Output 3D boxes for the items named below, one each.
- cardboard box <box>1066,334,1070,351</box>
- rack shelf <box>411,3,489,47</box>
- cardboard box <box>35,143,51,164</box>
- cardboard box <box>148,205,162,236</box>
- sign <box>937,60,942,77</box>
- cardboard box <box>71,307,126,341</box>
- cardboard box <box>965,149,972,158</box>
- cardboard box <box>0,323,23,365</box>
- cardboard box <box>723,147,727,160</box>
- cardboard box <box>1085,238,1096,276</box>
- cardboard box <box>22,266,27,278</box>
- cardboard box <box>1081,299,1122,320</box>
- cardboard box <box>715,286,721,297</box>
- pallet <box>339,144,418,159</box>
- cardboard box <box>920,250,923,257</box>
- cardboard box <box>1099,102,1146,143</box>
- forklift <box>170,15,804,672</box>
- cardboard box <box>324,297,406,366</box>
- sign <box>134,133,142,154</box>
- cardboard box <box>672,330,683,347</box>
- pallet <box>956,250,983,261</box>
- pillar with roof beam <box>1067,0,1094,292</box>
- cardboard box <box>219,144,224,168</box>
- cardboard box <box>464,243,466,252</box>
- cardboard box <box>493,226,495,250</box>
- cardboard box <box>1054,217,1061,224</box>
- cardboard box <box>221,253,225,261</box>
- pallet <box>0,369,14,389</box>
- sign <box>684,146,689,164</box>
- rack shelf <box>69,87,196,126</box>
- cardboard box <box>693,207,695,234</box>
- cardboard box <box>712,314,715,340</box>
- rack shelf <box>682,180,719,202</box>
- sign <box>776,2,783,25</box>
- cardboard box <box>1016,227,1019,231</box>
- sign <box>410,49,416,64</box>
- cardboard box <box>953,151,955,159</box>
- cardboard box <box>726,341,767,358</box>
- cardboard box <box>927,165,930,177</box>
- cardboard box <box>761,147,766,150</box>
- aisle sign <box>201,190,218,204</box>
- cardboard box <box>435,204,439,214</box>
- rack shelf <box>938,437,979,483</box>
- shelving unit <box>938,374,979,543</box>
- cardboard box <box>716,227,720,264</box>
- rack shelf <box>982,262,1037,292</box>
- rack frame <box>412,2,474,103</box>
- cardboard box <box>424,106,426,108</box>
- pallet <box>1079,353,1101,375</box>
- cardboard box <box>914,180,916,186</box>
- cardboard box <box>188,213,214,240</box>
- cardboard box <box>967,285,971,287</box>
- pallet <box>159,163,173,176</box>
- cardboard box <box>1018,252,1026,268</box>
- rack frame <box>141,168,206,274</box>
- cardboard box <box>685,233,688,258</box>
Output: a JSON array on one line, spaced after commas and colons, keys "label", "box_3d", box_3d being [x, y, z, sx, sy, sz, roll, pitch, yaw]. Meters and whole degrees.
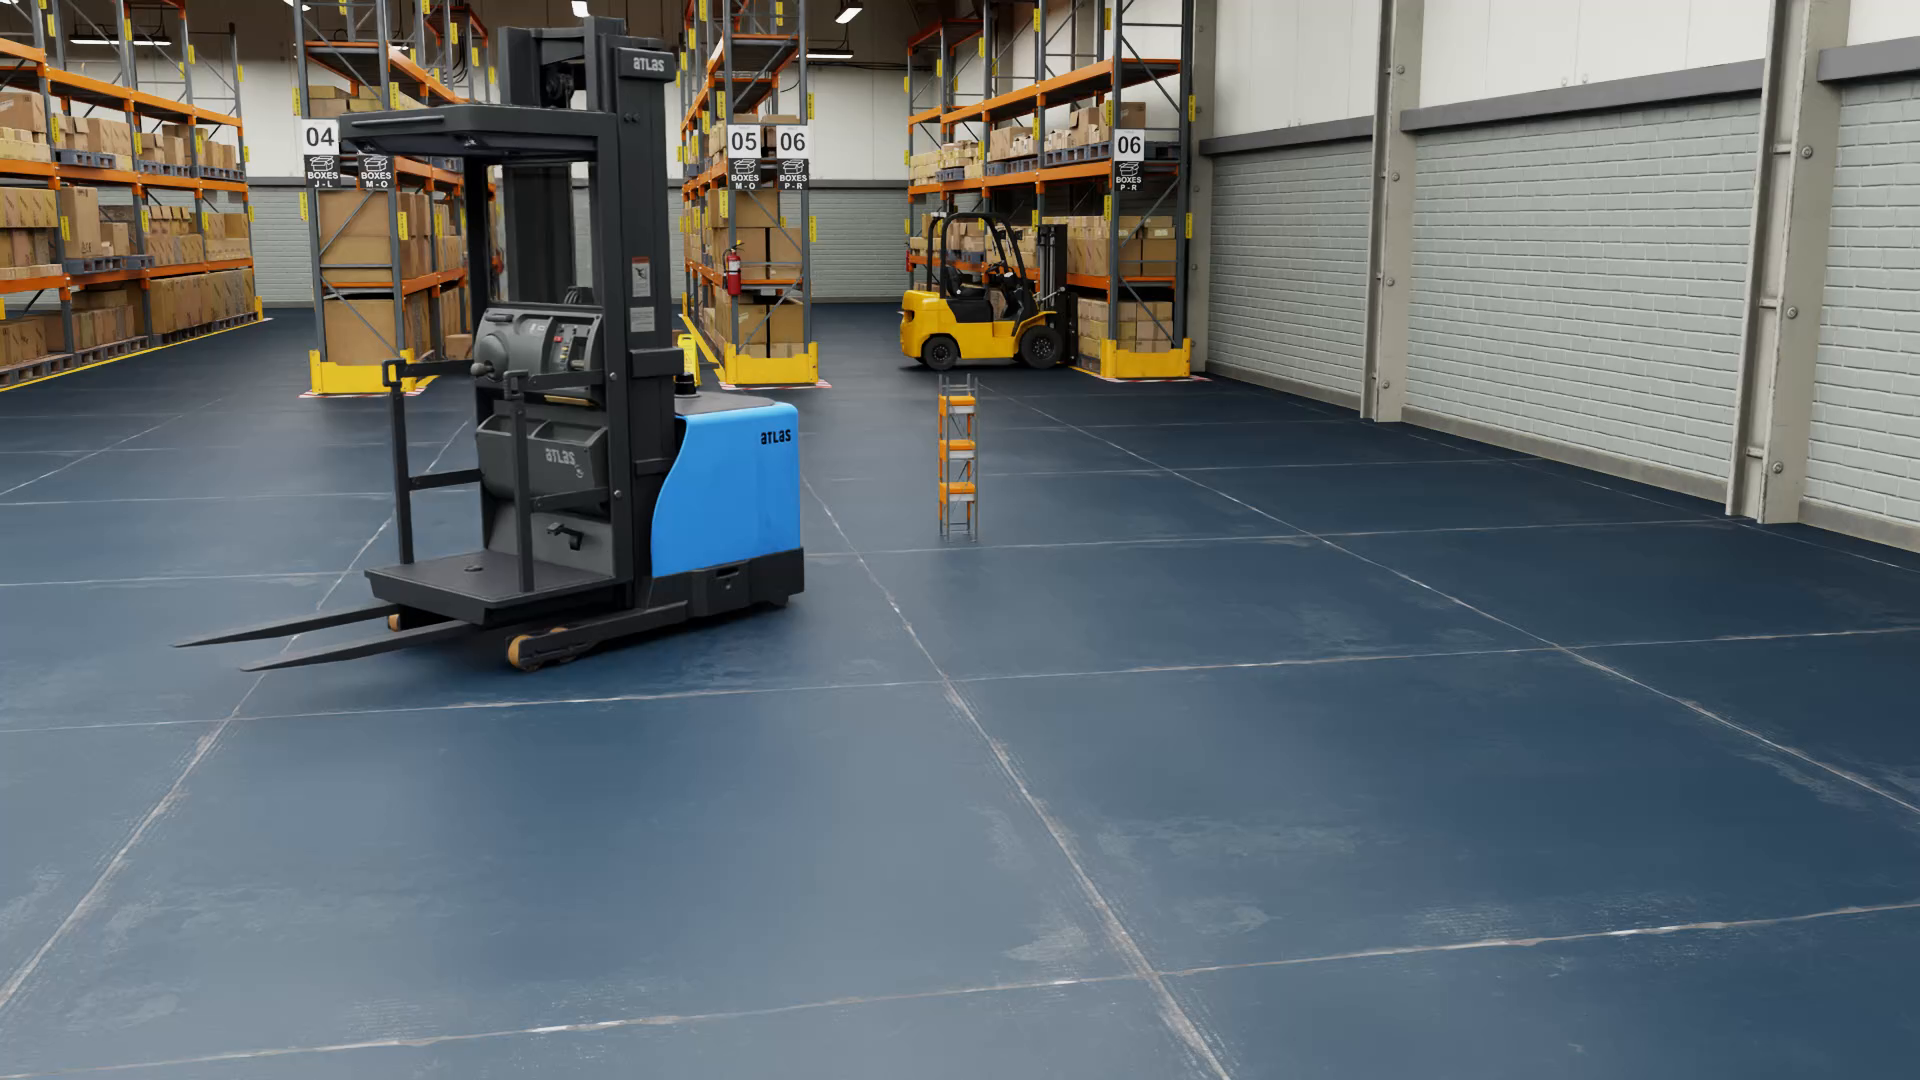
[{"label": "cardboard box", "box_3d": [1.768, -2.875, 24.008, 0.500, 0.250, 0.500, -2, 11, -9]}, {"label": "rack shelf", "box_3d": [-9.959, -10.081, 32.628, 1.077, 0.370, 4.000, -2, 11, -11]}, {"label": "cardboard box", "box_3d": [-12.554, -5.184, 22.290, 0.500, 0.250, 0.500, -2, 11, -9]}, {"label": "cardboard box", "box_3d": [-13.927, -5.388, 28.034, 0.797, 0.503, 0.637, -2, 11, -10]}, {"label": "sign", "box_3d": [-0.401, -9.296, 32.759, 0.100, 0.325, 0.005, -2, 11, -11]}, {"label": "cardboard box", "box_3d": [-13.406, -3.357, 25.819, 0.700, 0.500, 0.500, -3, 11, -16]}, {"label": "cardboard box", "box_3d": [0.303, -7.166, 30.840, 0.380, 0.149, 0.250, -2, 11, -11]}, {"label": "cardboard box", "box_3d": [-12.543, -2.546, 21.614, 0.500, 0.500, 0.500, -3, 11, -16]}, {"label": "cardboard box", "box_3d": [-2.824, -4.935, 21.252, 0.380, 0.149, 0.250, -2, 11, -11]}, {"label": "cardboard box", "box_3d": [2.023, -3.892, 22.854, 0.500, 0.500, 0.500, -2, 11, -9]}, {"label": "cardboard box", "box_3d": [-12.374, -3.475, 21.605, 0.380, 0.149, 0.250, -2, 11, -11]}, {"label": "cardboard box", "box_3d": [1.968, -3.180, 22.937, 0.500, 0.250, 0.500, -2, 11, -10]}, {"label": "cardboard box", "box_3d": [-3.362, -3.618, 24.175, 0.380, 0.149, 0.250, -2, 11, -10]}, {"label": "pallet", "box_3d": [-7.631, -5.077, 21.561, 1.003, 0.211, 1.213, -2, 11, -11]}, {"label": "cardboard box", "box_3d": [-0.647, -6.169, 35.758, 0.380, 0.149, 0.250, -2, 11, -13]}, {"label": "cardboard box", "box_3d": [2.143, -5.517, 21.979, 0.500, 0.500, 0.500, -2, 11, -9]}, {"label": "forklift", "box_3d": [-2.169, -0.949, 7.843, 1.130, 2.935, 3.031, 9, 14, 39]}, {"label": "cardboard box", "box_3d": [-7.432, -2.571, 20.742, 0.875, 0.875, 0.875, -2, 11, -11]}, {"label": "sign", "box_3d": [-13.144, -6.339, 26.574, 0.100, 0.325, 0.005, -2, 11, -11]}, {"label": "cardboard box", "box_3d": [-4.304, -2.746, 23.781, 0.500, 0.500, 0.500, 6, 12, 28]}, {"label": "pallet", "box_3d": [0.530, -5.396, 31.537, 1.003, 0.211, 1.213, -2, 11, -11]}, {"label": "pillar with roof beam", "box_3d": [-2.173, -7.718, 27.179, 9.100, 9.000, 0.400, -2, 11, -11]}, {"label": "cardboard box", "box_3d": [-15.088, -7.636, 33.115, 0.700, 0.500, 0.500, -3, 11, -13]}, {"label": "cardboard box", "box_3d": [-8.940, -5.169, 29.382, 0.380, 0.149, 0.250, -2, 11, -10]}, {"label": "cardboard box", "box_3d": [-9.913, -6.249, 34.442, 0.500, 0.500, 0.500, -2, 11, -12]}, {"label": "cardboard box", "box_3d": [1.609, -4.703, 24.583, 0.380, 0.149, 0.250, -2, 11, -10]}, {"label": "cardboard box", "box_3d": [-14.392, -5.460, 32.034, 0.380, 0.149, 0.250, -2, 11, -12]}, {"label": "pallet", "box_3d": [-12.259, -1.919, 20.215, 1.003, 0.211, 1.213, -2, 11, -11]}, {"label": "sign", "box_3d": [-5.278, -7.432, 32.105, 0.100, 0.325, 0.005, -2, 11, -11]}, {"label": "rack shelf", "box_3d": [-14.066, -7.356, 28.272, 1.077, 0.370, 4.000, -2, 11, -11]}, {"label": "cardboard box", "box_3d": [-4.709, -5.951, 30.998, 0.500, 0.500, 0.500, -2, 11, -12]}, {"label": "cardboard box", "box_3d": [-3.425, -3.362, 26.243, 0.950, 0.372, 0.625, -1, 11, -7]}, {"label": "rack shelf", "box_3d": [-5.123, -7.173, 34.263, 1.077, 0.370, 4.000, -2, 11, -11]}, {"label": "sign", "box_3d": [-2.642, -7.680, 24.270, 0.100, 0.325, 0.005, -2, 11, -11]}, {"label": "cardboard box", "box_3d": [1.129, -5.056, 27.234, 0.380, 0.149, 0.250, -2, 11, -11]}, {"label": "sign", "box_3d": [-10.105, -8.916, 30.764, 0.100, 0.325, 0.005, -2, 11, -11]}, {"label": "cardboard box", "box_3d": [0.080, -7.314, 31.567, 0.380, 0.149, 0.250, -2, 11, -11]}, {"label": "cardboard box", "box_3d": [-2.826, -2.484, 21.954, 0.500, 0.250, 0.500, -2, 11, -11]}, {"label": "cardboard box", "box_3d": [-0.405, -7.682, 34.618, 0.500, 0.250, 0.500, -2, 11, -10]}, {"label": "cardboard box", "box_3d": [-2.325, -5.226, 21.714, 0.500, 0.250, 0.500, -2, 11, -12]}, {"label": "aisle sign", "box_3d": [-15.541, -7.339, 34.278, 0.394, 0.787, 0.004, -2, 11, -11]}, {"label": "cardboard box", "box_3d": [-8.413, -4.931, 25.640, 0.700, 0.500, 0.500, -2, 11, -12]}, {"label": "rack shelf", "box_3d": [-0.010, -0.515, 10.652, 0.215, 0.259, 0.240, -2, 11, -11]}, {"label": "shelving unit", "box_3d": [-0.010, -0.526, 10.650, 0.215, 1.050, 0.252, -2, 11, -11]}, {"label": "cardboard box", "box_3d": [-3.160, -4.139, 23.360, 0.500, 0.500, 0.500, -2, 11, -11]}, {"label": "rack shelf", "box_3d": [1.301, -4.413, 27.786, 1.077, 0.370, 4.000, -2, 11, -11]}, {"label": "rack frame", "box_3d": [-9.570, -8.435, 30.944, 1.000, 3.000, 0.127, -2, 11, -11]}, {"label": "cardboard box", "box_3d": [-7.630, -5.962, 23.125, 0.380, 0.149, 0.250, -2, 11, -11]}, {"label": "pallet", "box_3d": [2.279, -2.435, 22.927, 1.003, 0.211, 1.213, -2, 11, -11]}, {"label": "cardboard box", "box_3d": [-0.810, -7.884, 36.746, 0.380, 0.149, 0.250, -2, 11, -10]}, {"label": "cardboard box", "box_3d": [-14.297, -5.864, 31.082, 0.500, 0.500, 0.500, -2, 11, -11]}, {"label": "cardboard box", "box_3d": [0.338, -4.756, 31.491, 0.380, 0.149, 0.250, -3, 11, -14]}, {"label": "pallet", "box_3d": [-14.074, -6.294, 28.225, 1.003, 0.211, 1.213, -2, 11, -8]}, {"label": "cardboard box", "box_3d": [1.233, -4.501, 26.725, 0.500, 0.250, 0.500, -2, 11, -11]}, {"label": "rack frame", "box_3d": [-14.454, -5.326, 30.655, 1.000, 3.000, 0.127, -2, 11, -11]}, {"label": "cardboard box", "box_3d": [-5.493, -6.185, 34.901, 0.500, 0.500, 0.500, -2, 11, -11]}]
